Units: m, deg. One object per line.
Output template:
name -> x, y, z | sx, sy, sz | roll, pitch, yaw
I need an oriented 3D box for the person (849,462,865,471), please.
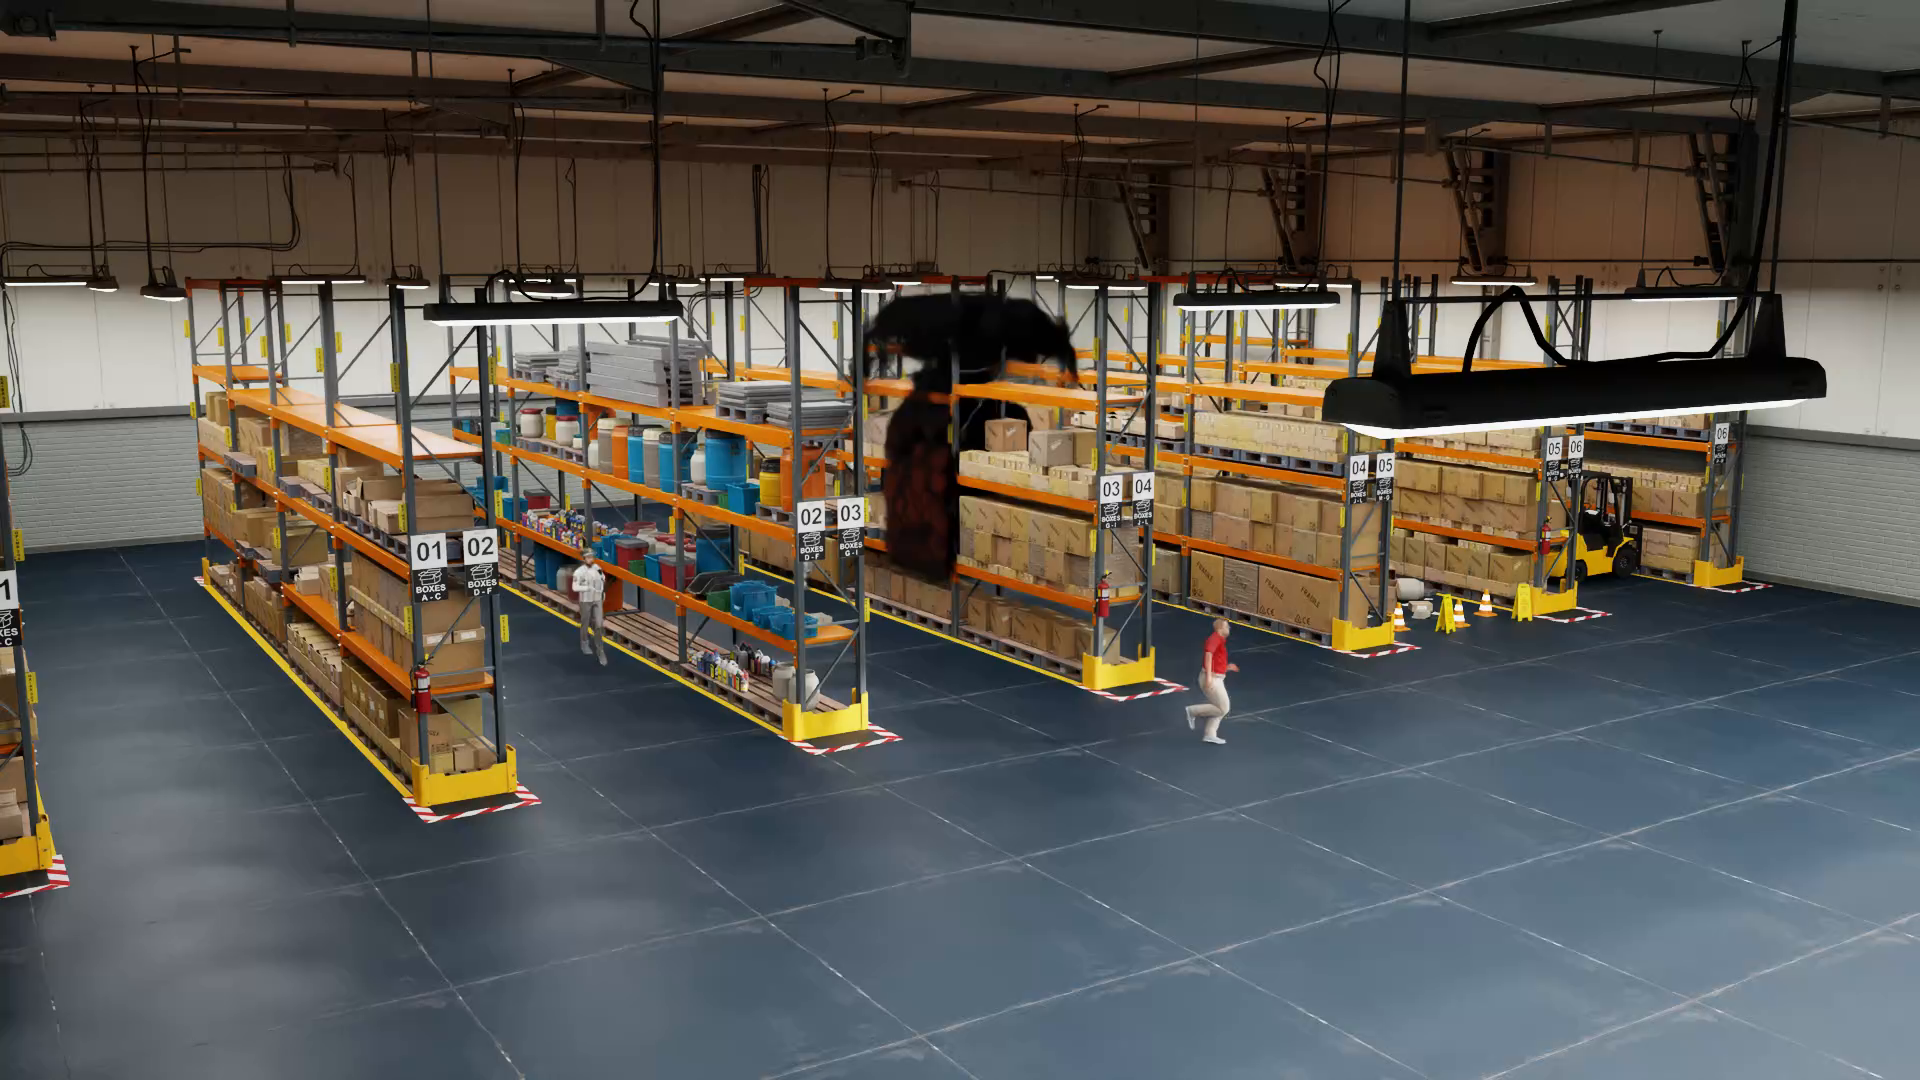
person -> -2.539, -1.532, 41.917 | 0.663, 1.739, 0.633 | 5, 11, 27

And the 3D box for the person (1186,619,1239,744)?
person -> 3.338, 1.873, 21.966 | 0.705, 1.686, 0.702 | 0, 10, 2

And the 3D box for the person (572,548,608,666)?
person -> -5.628, 0.999, 25.380 | 0.594, 1.803, 0.723 | -6, 11, -31

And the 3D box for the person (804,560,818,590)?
person -> -2.858, 0.055, 30.678 | 0.651, 1.751, 0.567 | -7, 12, -36
